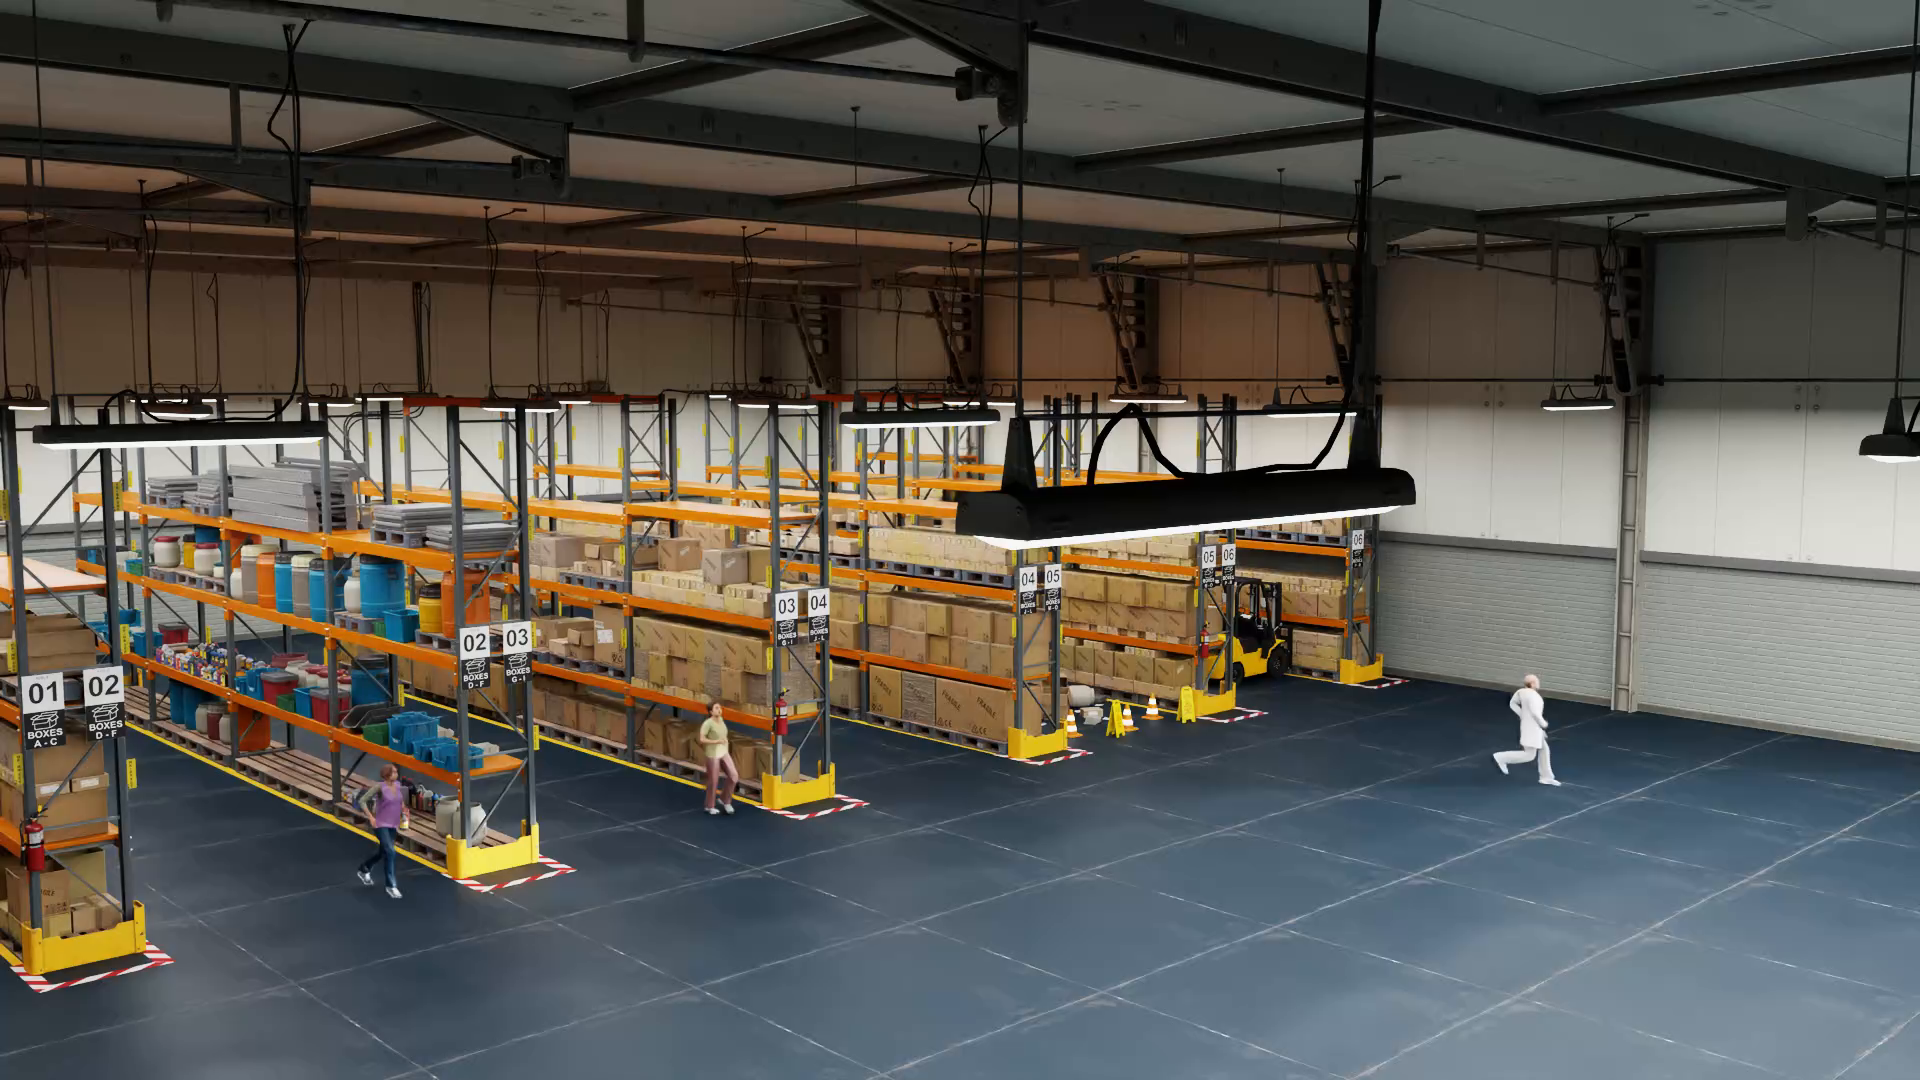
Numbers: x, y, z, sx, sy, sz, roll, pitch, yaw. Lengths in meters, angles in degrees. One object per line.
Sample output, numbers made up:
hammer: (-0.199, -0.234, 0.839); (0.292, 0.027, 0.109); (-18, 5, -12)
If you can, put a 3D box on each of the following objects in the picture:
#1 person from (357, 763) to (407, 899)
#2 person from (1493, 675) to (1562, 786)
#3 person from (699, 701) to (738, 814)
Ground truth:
person: (-7.120, 3.566, 20.579); (0.799, 1.621, 0.559); (3, 6, 25)
person: (8.869, 2.980, 25.936); (1.099, 1.770, 0.691); (0, 6, 4)
person: (-3.526, 3.165, 24.182); (0.580, 1.672, 0.597); (5, 7, 41)
